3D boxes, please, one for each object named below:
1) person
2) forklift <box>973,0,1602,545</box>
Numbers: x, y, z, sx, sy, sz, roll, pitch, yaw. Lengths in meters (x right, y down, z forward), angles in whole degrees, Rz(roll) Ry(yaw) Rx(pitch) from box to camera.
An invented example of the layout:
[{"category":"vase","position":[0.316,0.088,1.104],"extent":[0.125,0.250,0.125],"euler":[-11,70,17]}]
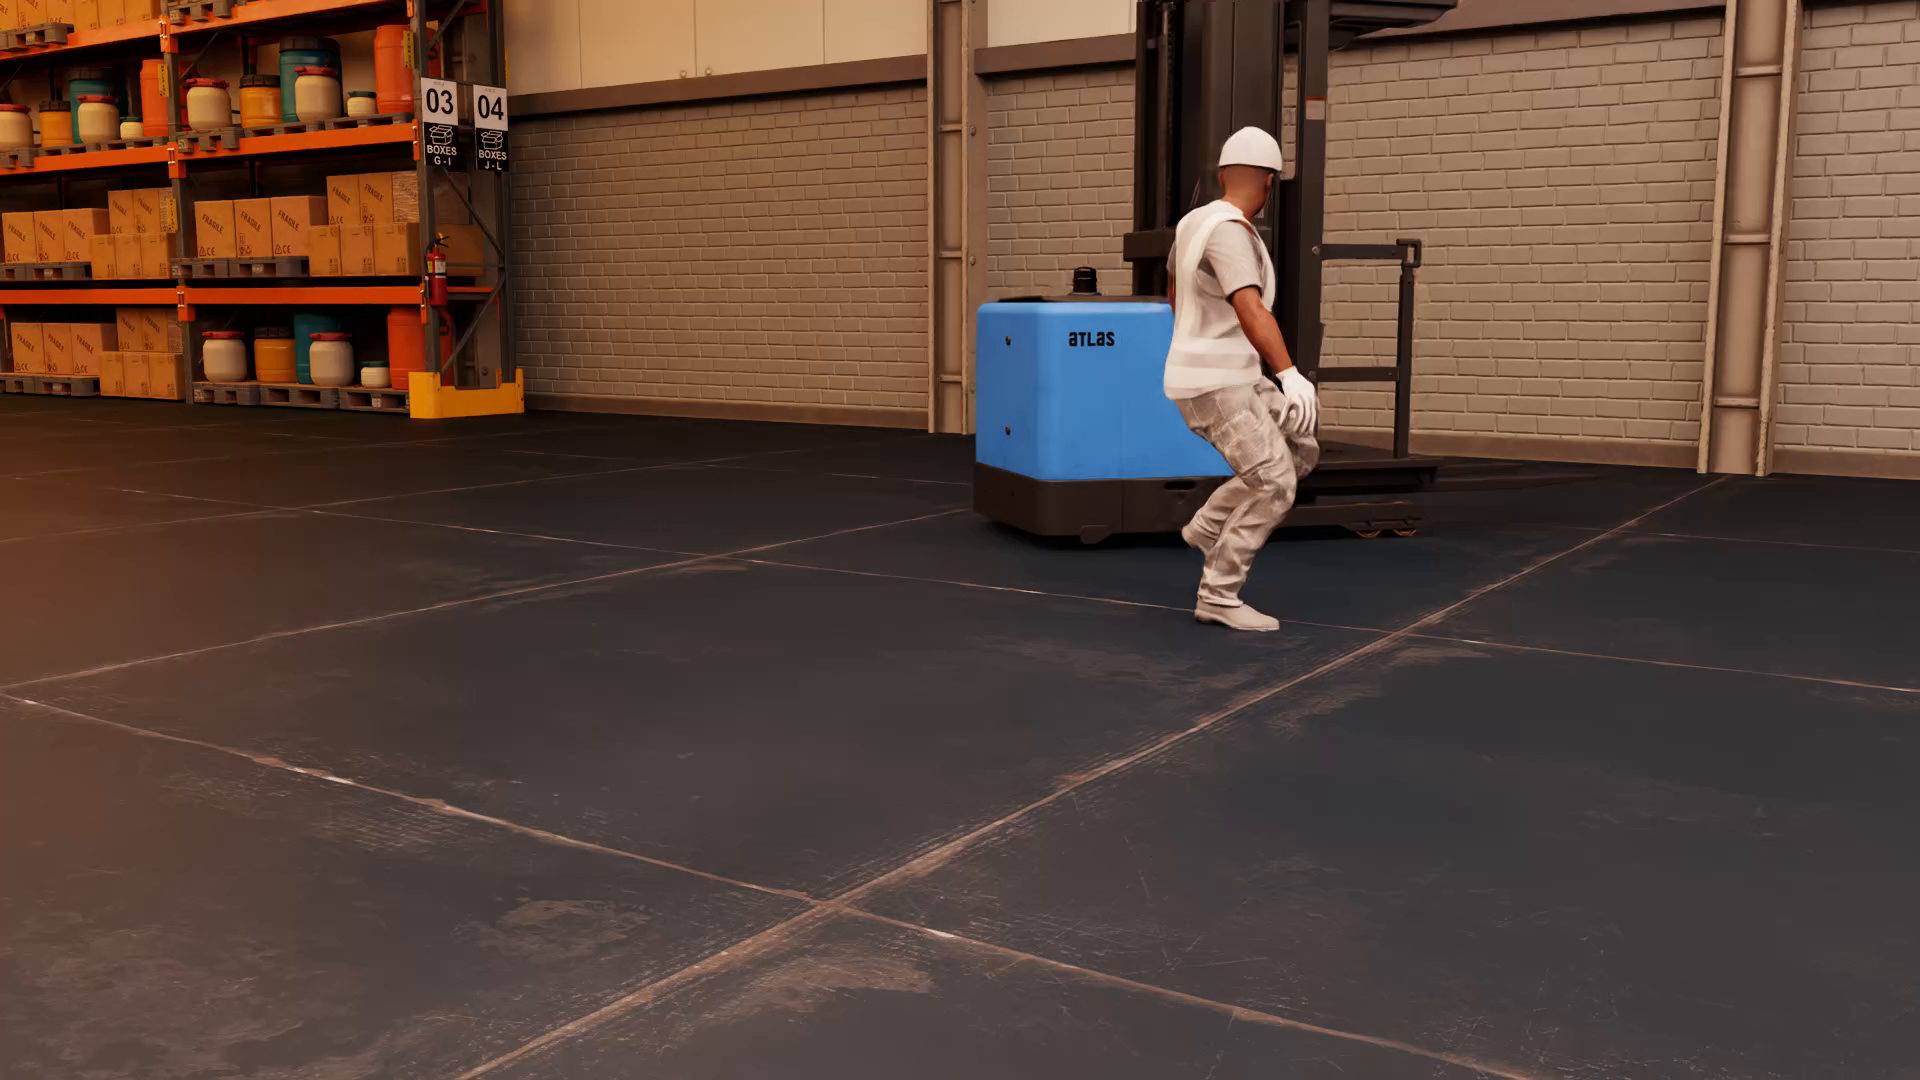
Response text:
[{"category":"person","position":[0.956,-0.554,5.681],"extent":[0.566,1.666,0.922],"euler":[2,8,13]},{"category":"forklift","position":[1.640,-1.527,7.932],"extent":[3.031,2.935,1.130],"euler":[-3,8,-17]}]
